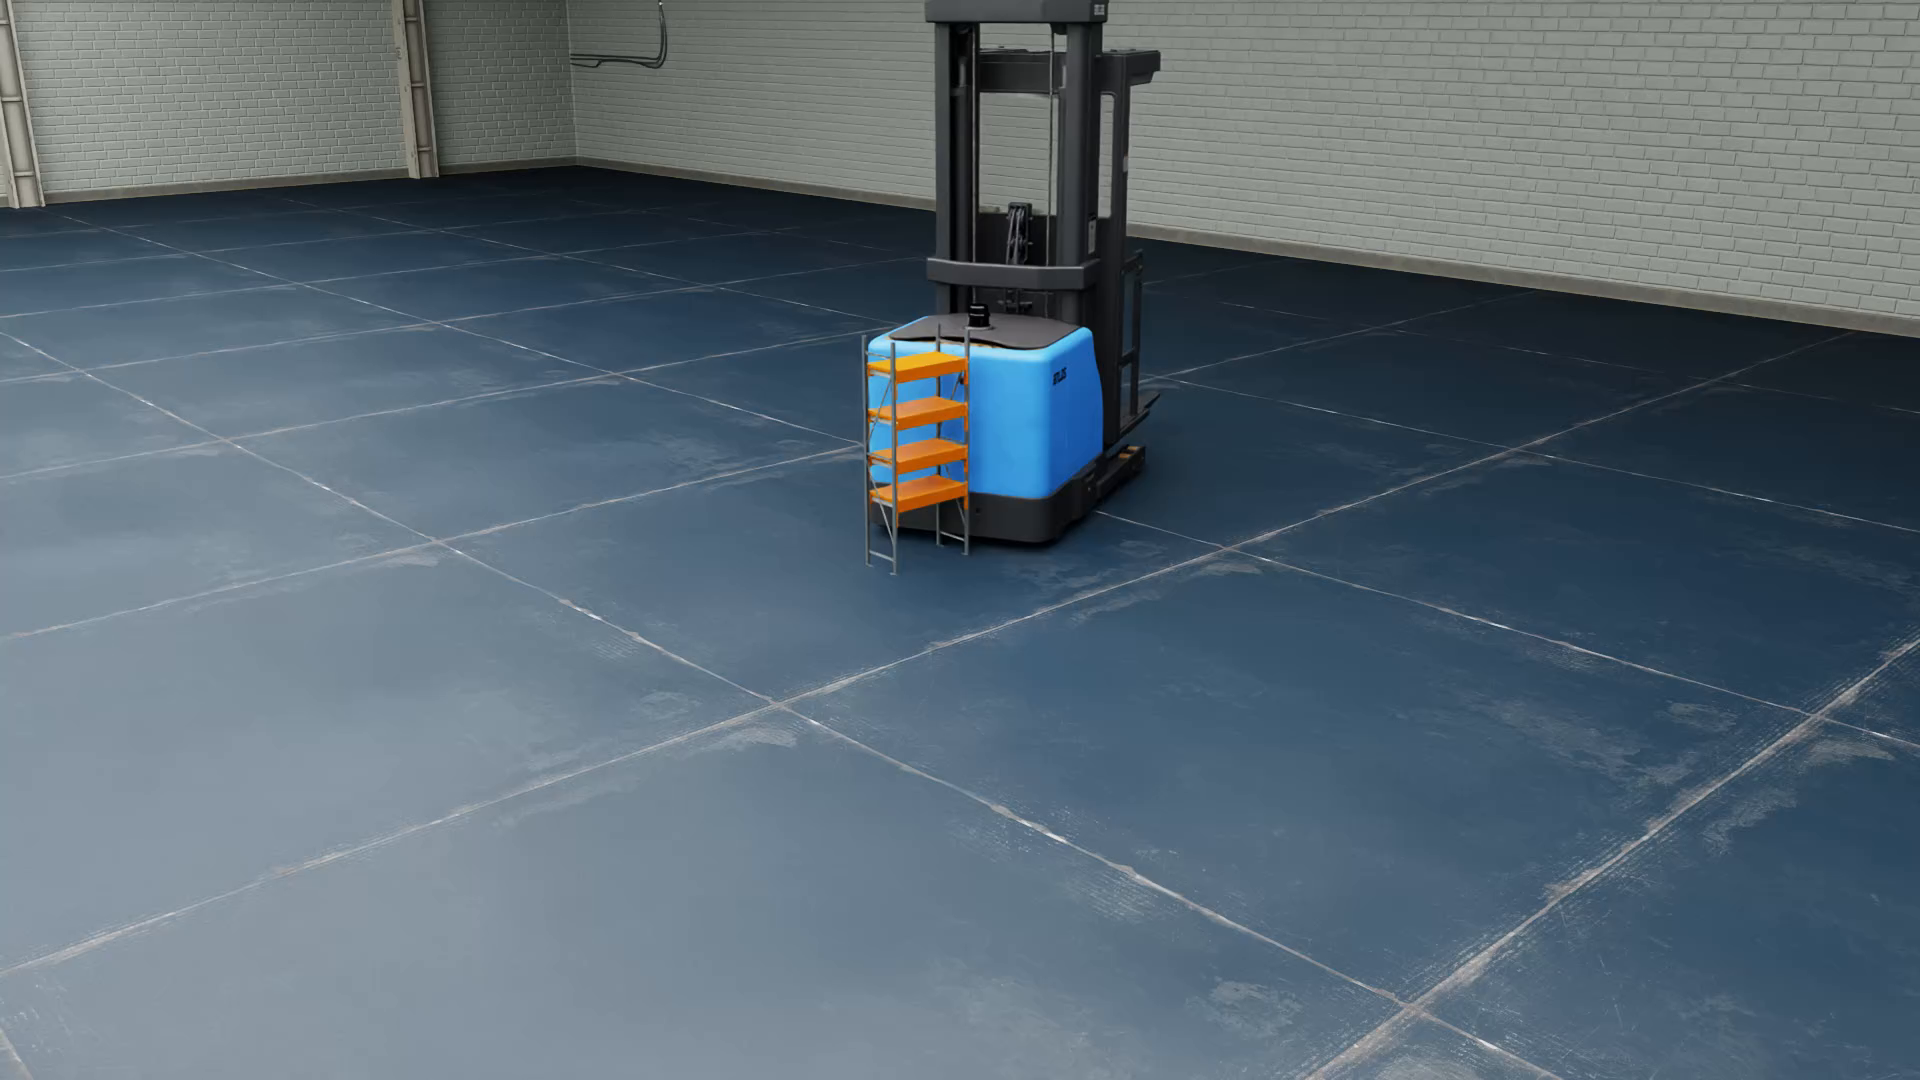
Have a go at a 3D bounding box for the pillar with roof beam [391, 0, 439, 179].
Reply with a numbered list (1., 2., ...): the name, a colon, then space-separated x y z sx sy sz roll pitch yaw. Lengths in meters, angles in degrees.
1. pillar with roof beam: -5.907 -9.320 23.139 0.400 9.000 9.100 -16 24 -41

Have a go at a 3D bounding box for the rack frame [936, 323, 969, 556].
1. rack frame: -0.038 -0.513 8.621 0.015 1.200 0.240 -16 24 -40

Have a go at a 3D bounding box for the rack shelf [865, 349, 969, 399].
1. rack shelf: -0.218 -0.836 8.343 0.480 0.148 0.258 -16 24 -40

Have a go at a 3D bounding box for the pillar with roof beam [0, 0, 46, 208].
1. pillar with roof beam: -10.267 -8.048 19.217 0.400 9.000 9.100 -16 24 -41

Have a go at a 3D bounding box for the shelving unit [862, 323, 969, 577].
1. shelving unit: -0.218 -0.462 8.464 0.503 1.200 0.258 -16 24 -40

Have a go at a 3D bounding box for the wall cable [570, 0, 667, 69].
1. wall cable: -5.816 -9.135 27.604 0.112 2.526 3.097 -16 24 -41

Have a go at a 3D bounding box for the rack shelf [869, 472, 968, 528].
1. rack shelf: -0.218 -0.209 8.546 0.480 0.148 0.258 -16 24 -40

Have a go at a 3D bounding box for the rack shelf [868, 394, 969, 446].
1. rack shelf: -0.218 -0.611 8.416 0.480 0.148 0.258 -16 24 -40

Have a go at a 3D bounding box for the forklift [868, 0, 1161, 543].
1. forklift: 0.506 -1.796 9.771 1.130 2.935 3.031 7 19 20

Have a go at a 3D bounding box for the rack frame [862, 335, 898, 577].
1. rack frame: -0.399 -0.411 8.307 0.015 1.200 0.240 -16 24 -40

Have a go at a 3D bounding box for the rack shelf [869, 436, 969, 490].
1. rack shelf: -0.218 -0.398 8.485 0.480 0.148 0.258 -16 24 -40
